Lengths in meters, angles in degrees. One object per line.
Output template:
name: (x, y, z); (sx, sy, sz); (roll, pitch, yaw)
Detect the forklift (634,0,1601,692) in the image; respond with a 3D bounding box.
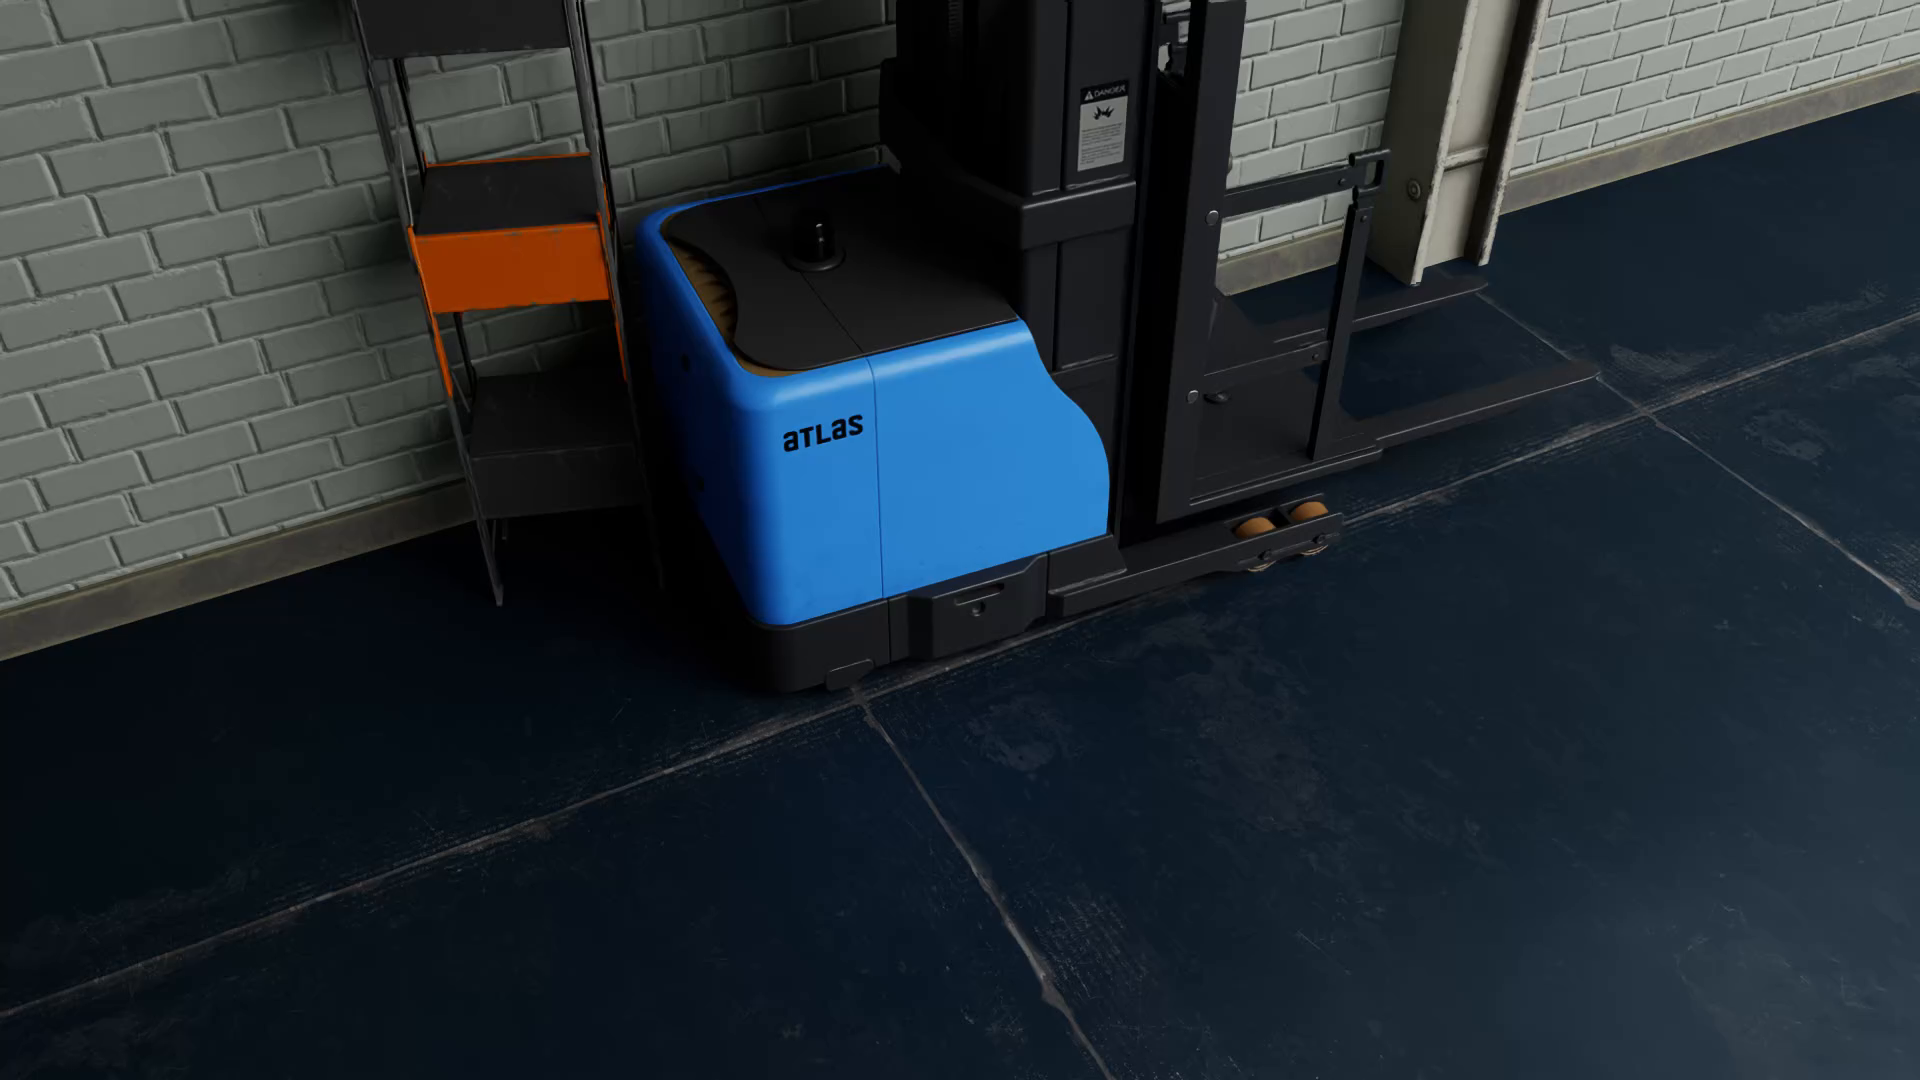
forklift: (0.632, -1.319, 4.539); (3.031, 2.935, 1.130); (-16, 43, -18)

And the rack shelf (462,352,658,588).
rack shelf: (-1.179, -0.210, 4.974); (0.480, 0.518, 0.431); (-6, 41, -7)

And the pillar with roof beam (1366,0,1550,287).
pillar with roof beam: (3.824, -2.087, 0.750); (0.400, 9.000, 9.100); (-19, 44, -21)

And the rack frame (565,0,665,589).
rack frame: (-0.940, -0.776, 4.537); (0.015, 2.100, 0.400); (-6, 41, -7)

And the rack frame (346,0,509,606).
rack frame: (-1.422, -0.727, 4.481); (0.015, 2.100, 0.400); (-6, 41, -7)

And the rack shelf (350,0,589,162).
rack shelf: (-1.183, -1.273, 4.062); (0.480, 0.518, 0.431); (-6, 41, -7)

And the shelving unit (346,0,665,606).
shelving unit: (-1.181, -0.752, 4.509); (0.503, 2.100, 0.431); (-6, 41, -7)

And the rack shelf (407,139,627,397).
rack shelf: (-1.181, -0.741, 4.518); (0.480, 0.518, 0.431); (-6, 41, -7)
